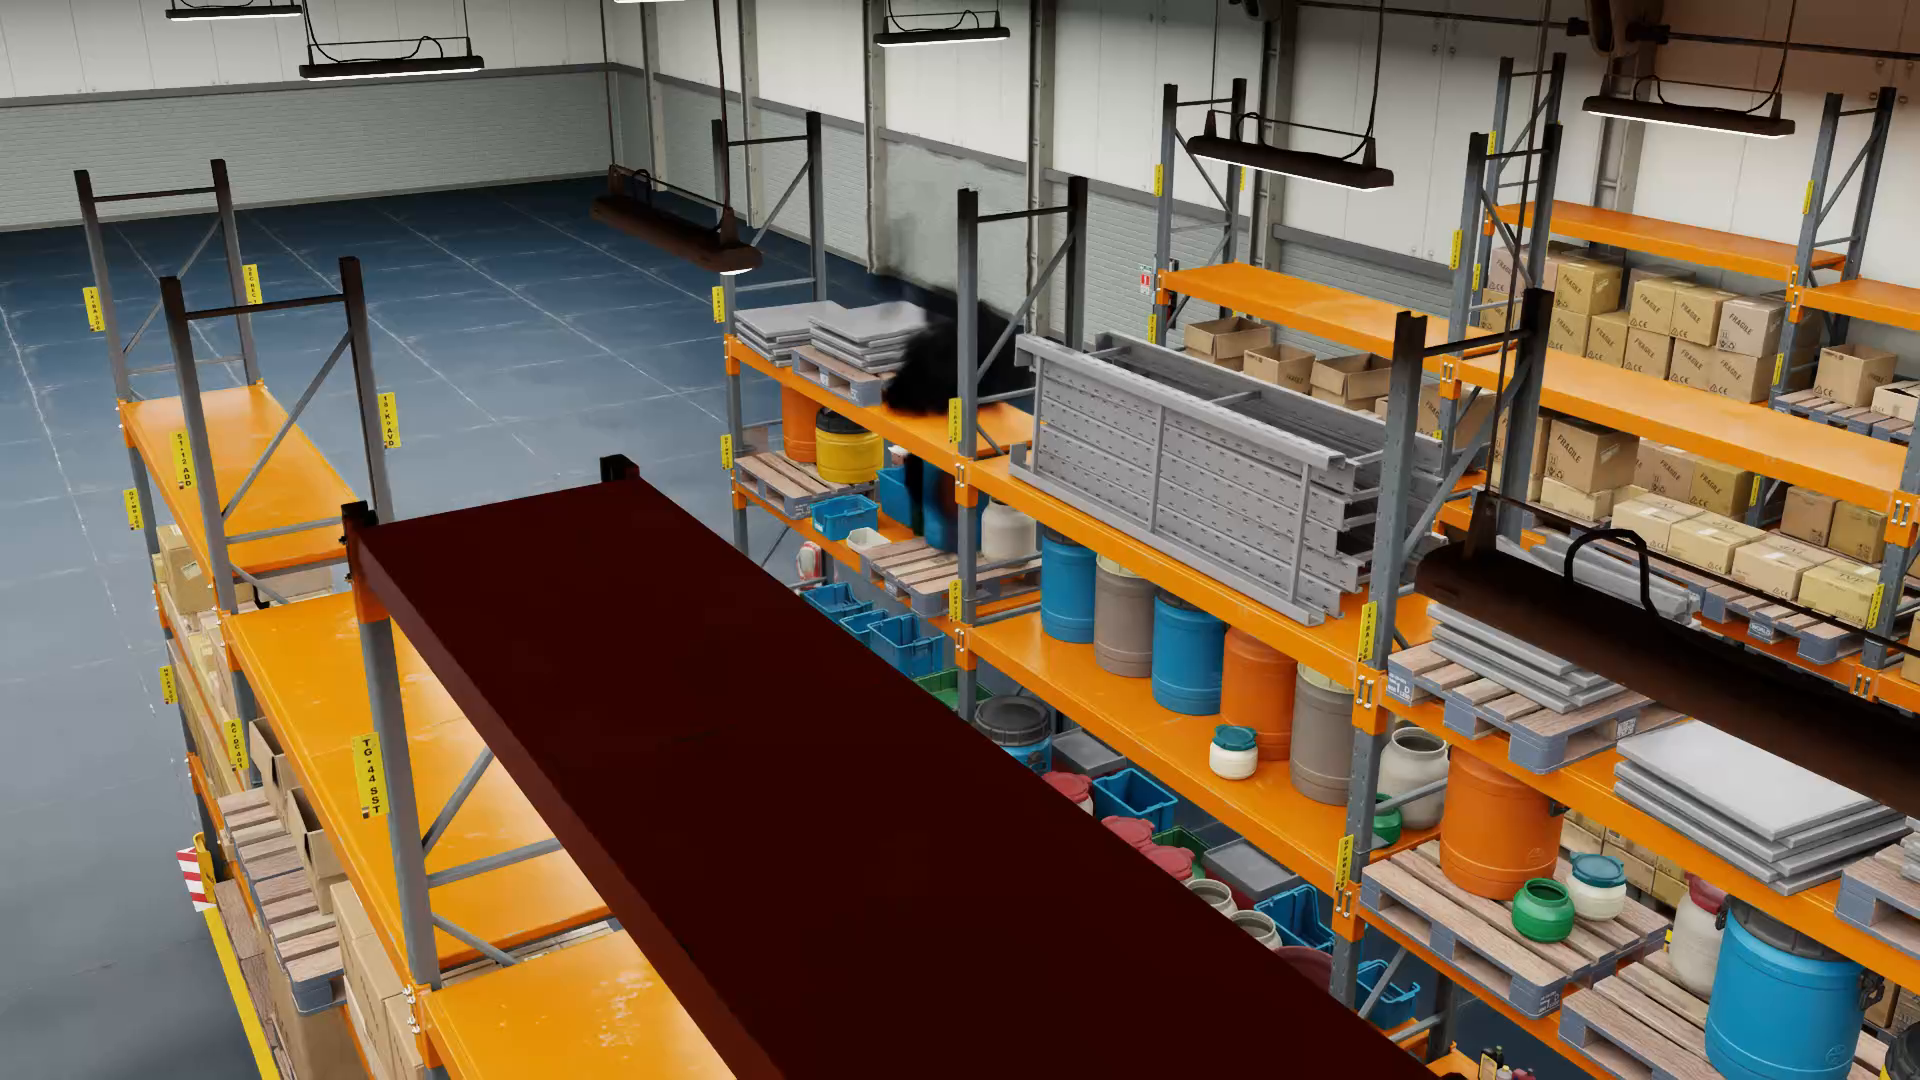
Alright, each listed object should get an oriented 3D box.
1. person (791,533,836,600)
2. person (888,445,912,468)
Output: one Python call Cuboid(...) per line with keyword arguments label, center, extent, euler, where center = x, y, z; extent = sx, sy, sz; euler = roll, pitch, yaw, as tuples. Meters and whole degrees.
Cuboid(label="person", center=(-1.562, 0.506, 17.825), extent=(0.696, 1.715, 0.704), euler=(9, 23, 21))
Cuboid(label="person", center=(-0.664, -0.317, 19.798), extent=(0.848, 1.749, 0.662), euler=(0, 22, 0))
